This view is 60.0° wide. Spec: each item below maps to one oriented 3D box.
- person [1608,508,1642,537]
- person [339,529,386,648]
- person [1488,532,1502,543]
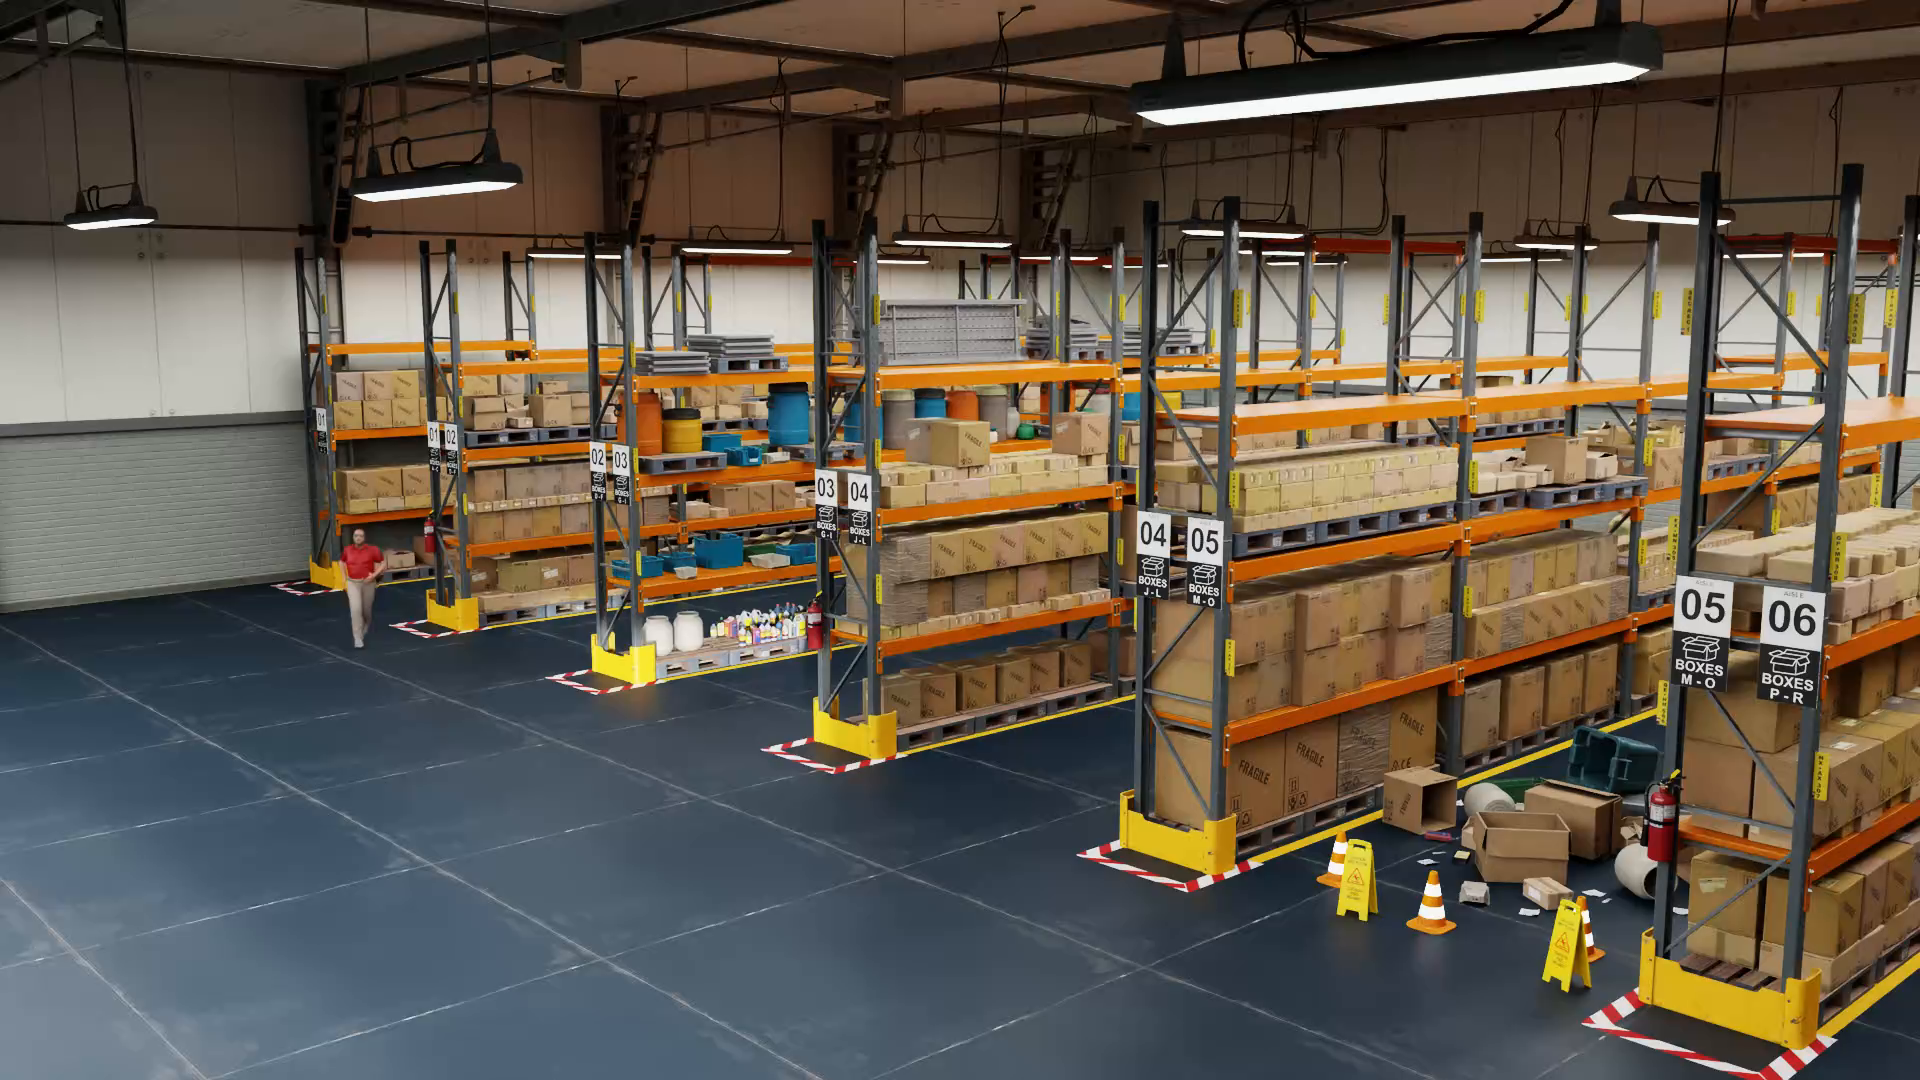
[{"bbox_3d":[11.761,0.094,29.327,0.583,1.596,0.536,-2,9,-13],"label":"person"},{"bbox_3d":[-8.870,0.677,24.719,0.660,1.710,0.962,-2,9,-16],"label":"person"},{"bbox_3d":[8.343,0.609,25.741,0.625,1.648,0.610,-6,10,-35],"label":"person"}]
